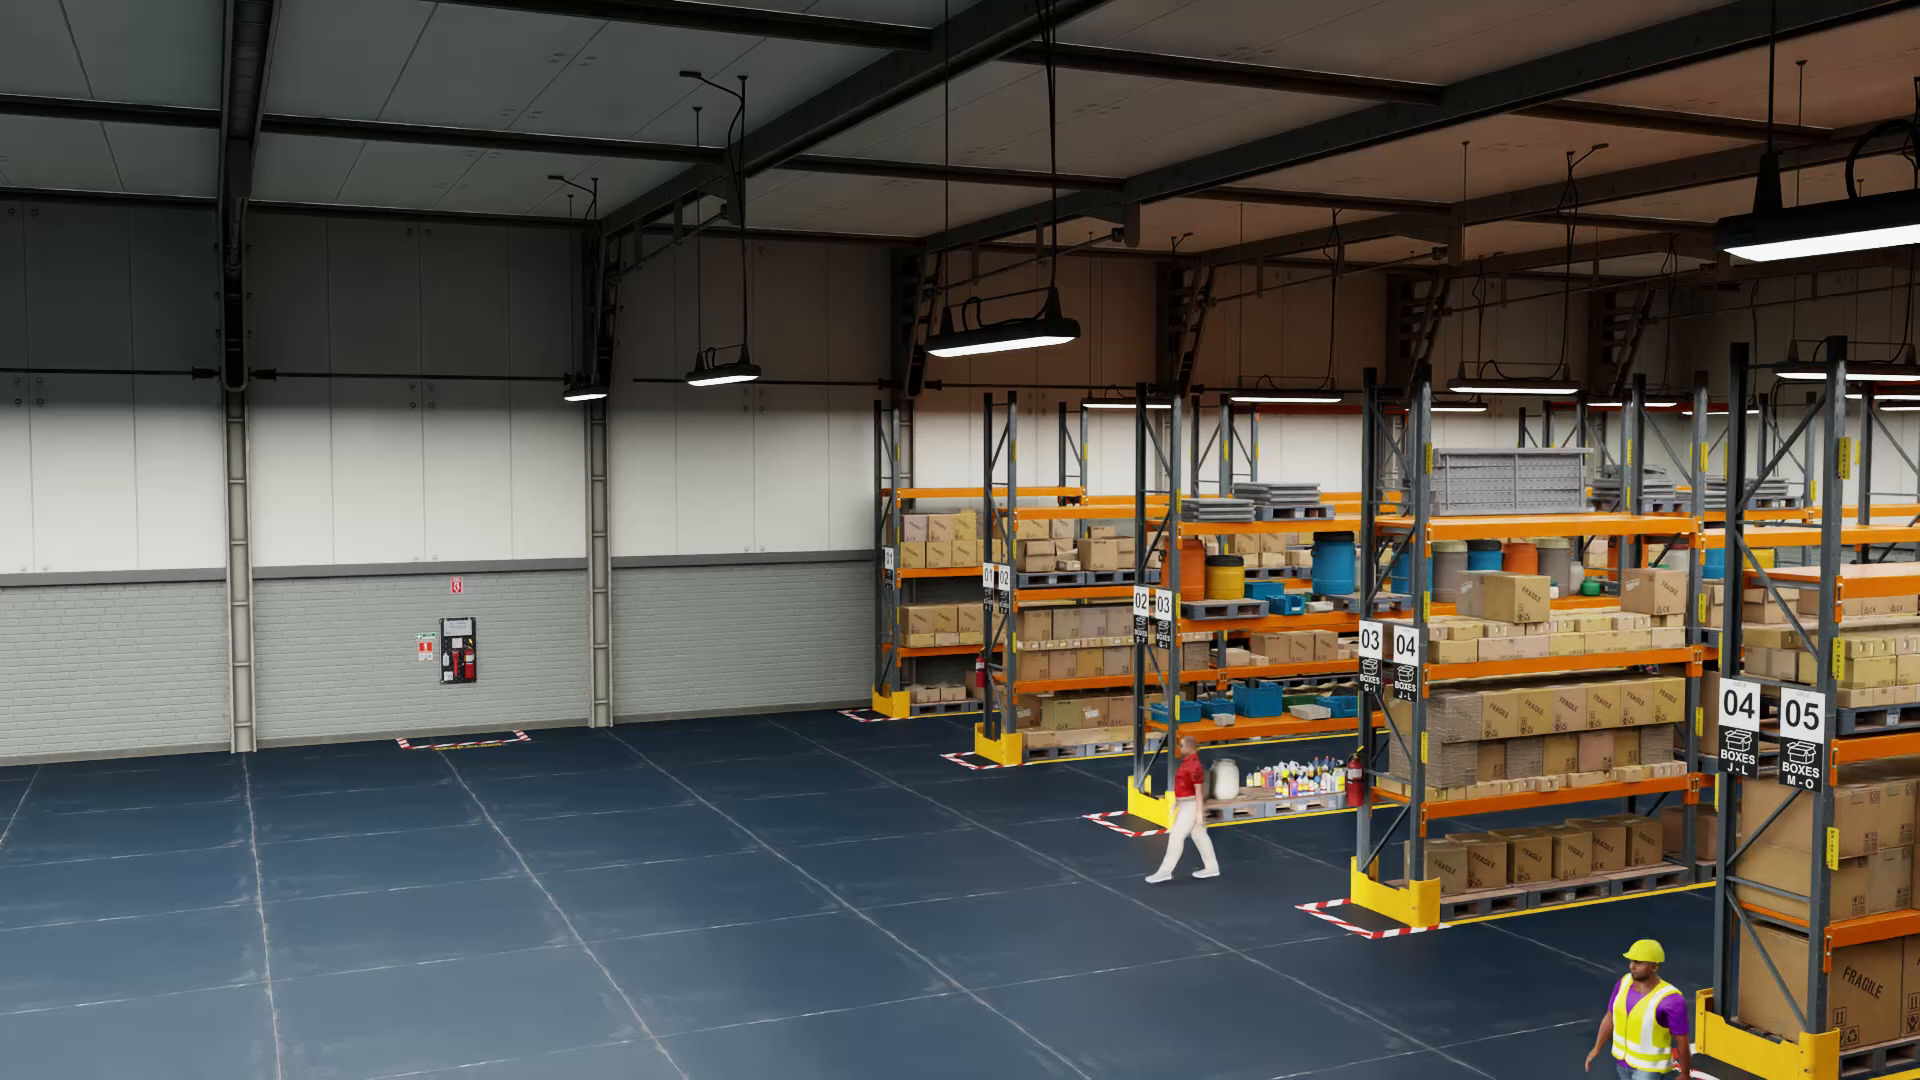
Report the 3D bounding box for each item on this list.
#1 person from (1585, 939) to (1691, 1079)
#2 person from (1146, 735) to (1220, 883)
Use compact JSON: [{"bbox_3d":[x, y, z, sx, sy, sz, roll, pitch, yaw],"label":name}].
[{"bbox_3d":[4.620,3.612,11.505,1.068,1.703,0.580,-1,4,-20],"label":"person"},{"bbox_3d":[2.637,3.150,19.645,0.884,1.690,0.591,0,3,5],"label":"person"}]
